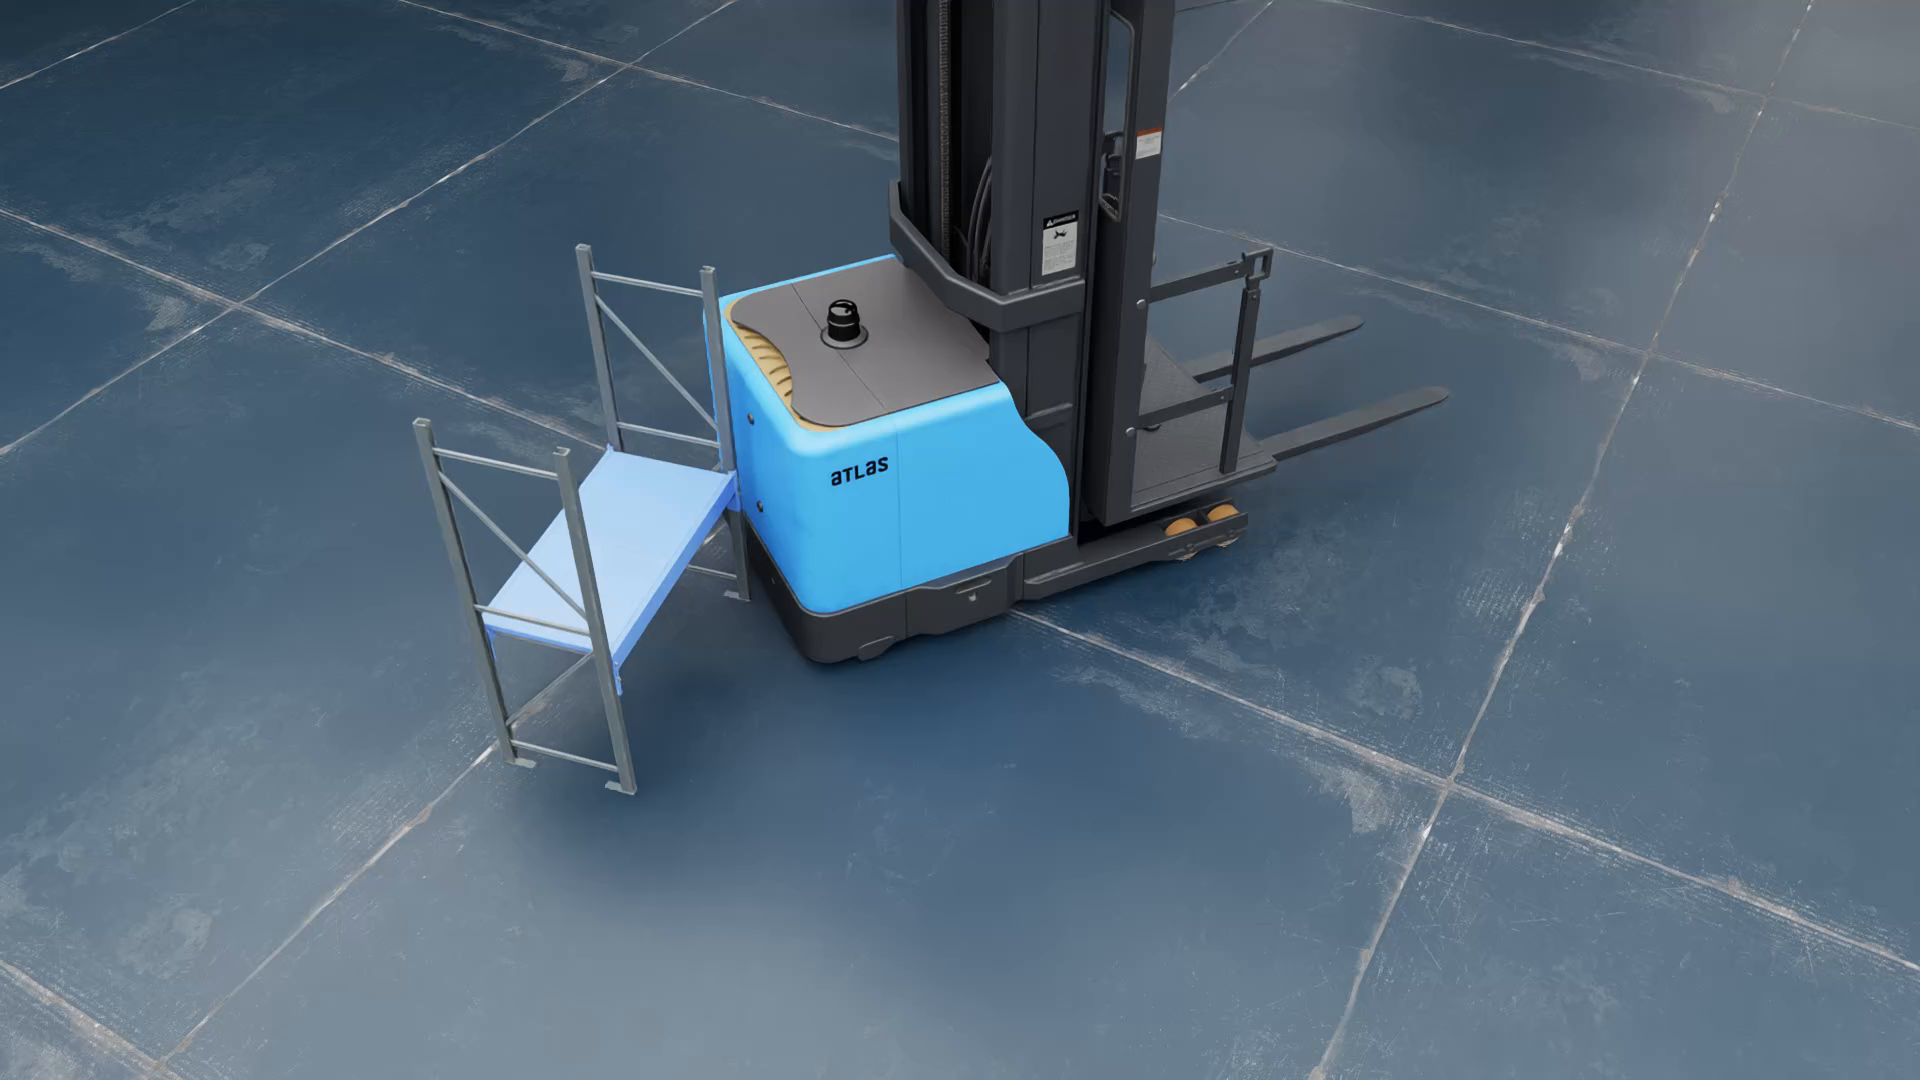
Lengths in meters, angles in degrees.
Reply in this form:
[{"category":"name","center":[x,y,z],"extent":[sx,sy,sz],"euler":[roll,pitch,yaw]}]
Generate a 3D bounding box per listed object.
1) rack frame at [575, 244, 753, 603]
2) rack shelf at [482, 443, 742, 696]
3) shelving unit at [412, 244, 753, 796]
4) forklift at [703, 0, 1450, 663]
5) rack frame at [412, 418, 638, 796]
[{"category":"rack frame","center":[-1.053,-0.378,6.045],"extent":[0.500,1.500,0.032],"euler":[12,43,13]},{"category":"rack shelf","center":[-1.207,0.077,5.800],"extent":[0.538,0.185,1.000],"euler":[12,43,13]},{"category":"shelving unit","center":[-1.207,-0.058,5.681],"extent":[0.538,1.500,1.048],"euler":[12,43,13]},{"category":"forklift","center":[0.593,-1.318,6.028],"extent":[3.031,2.935,1.130],"euler":[-18,44,-19]},{"category":"rack frame","center":[-1.361,0.262,5.318],"extent":[0.500,1.500,0.032],"euler":[12,43,13]}]
